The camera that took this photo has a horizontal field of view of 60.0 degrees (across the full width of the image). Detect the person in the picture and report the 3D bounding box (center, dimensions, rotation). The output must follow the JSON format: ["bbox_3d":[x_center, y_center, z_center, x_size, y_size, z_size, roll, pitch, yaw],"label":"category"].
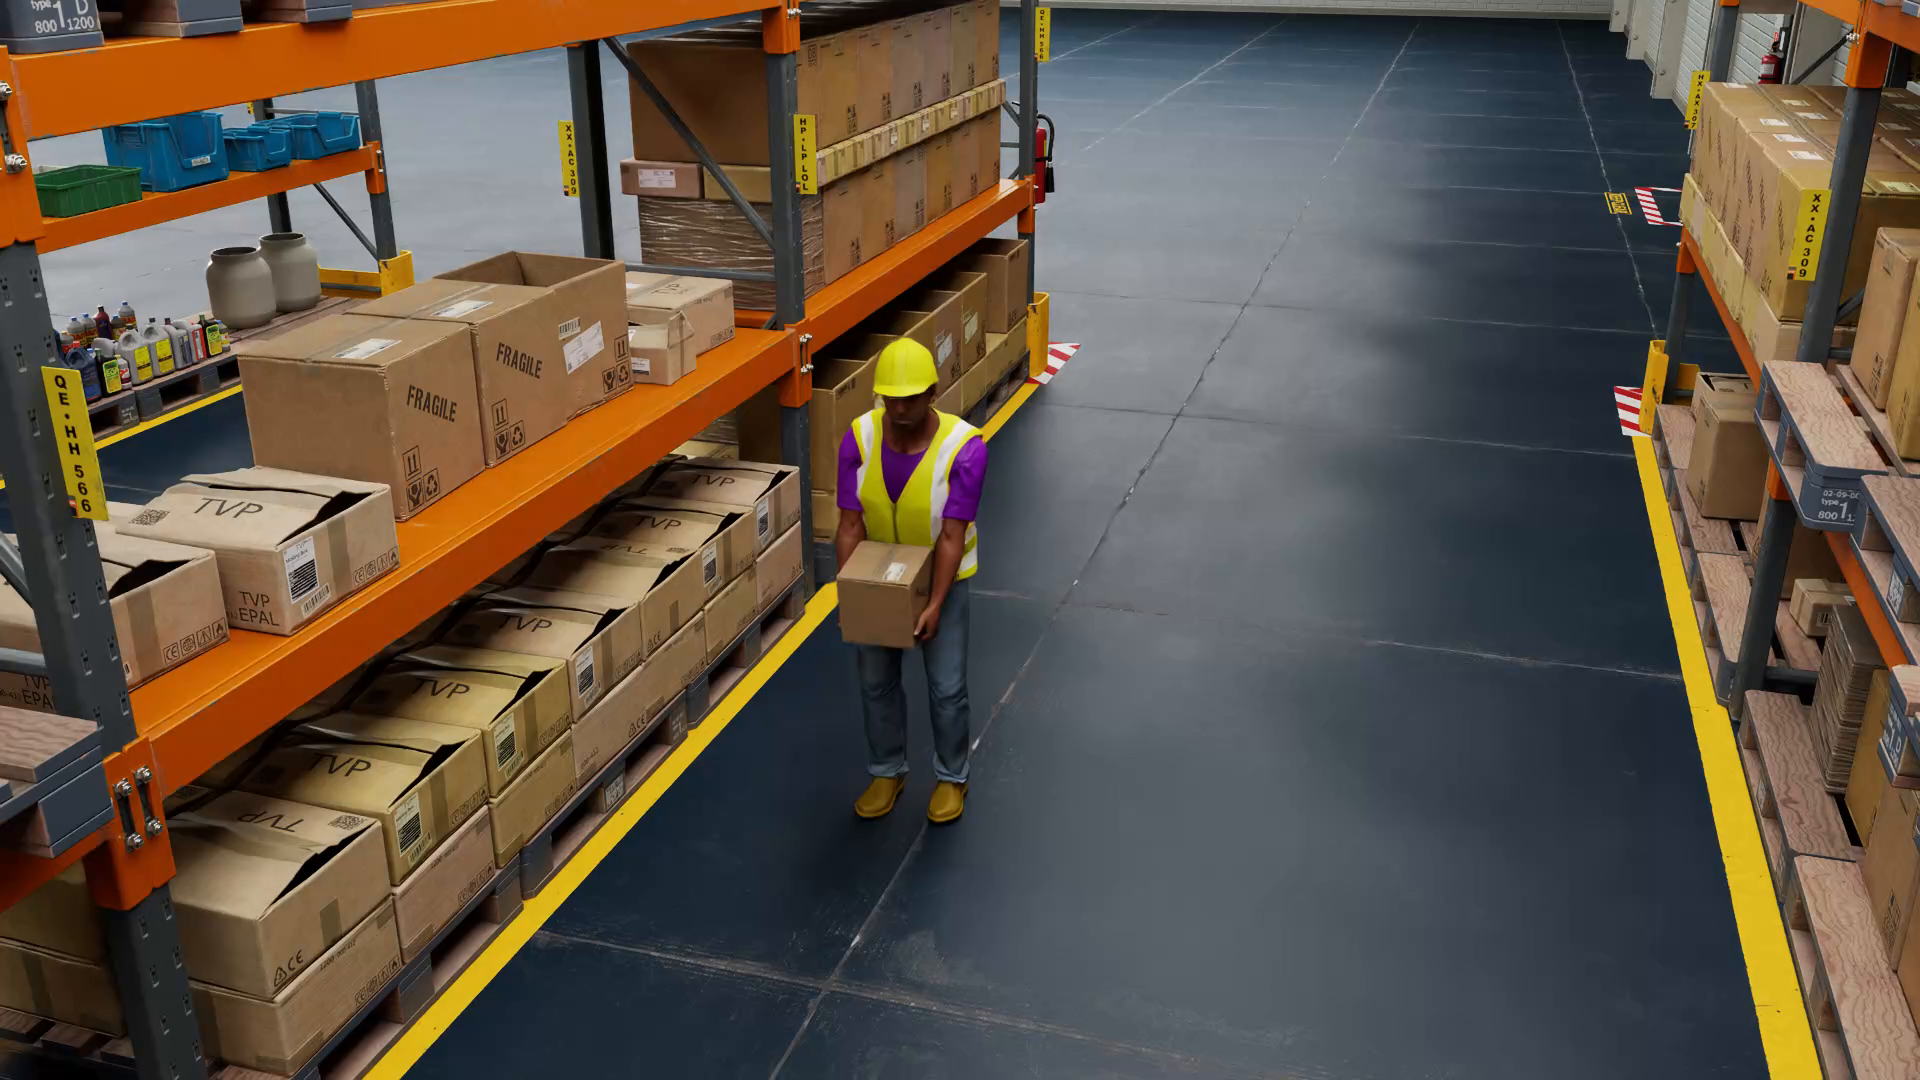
[{"bbox_3d":[-0.173,0.164,5.672,0.501,1.746,0.593,6,23,15],"label":"person"}]
